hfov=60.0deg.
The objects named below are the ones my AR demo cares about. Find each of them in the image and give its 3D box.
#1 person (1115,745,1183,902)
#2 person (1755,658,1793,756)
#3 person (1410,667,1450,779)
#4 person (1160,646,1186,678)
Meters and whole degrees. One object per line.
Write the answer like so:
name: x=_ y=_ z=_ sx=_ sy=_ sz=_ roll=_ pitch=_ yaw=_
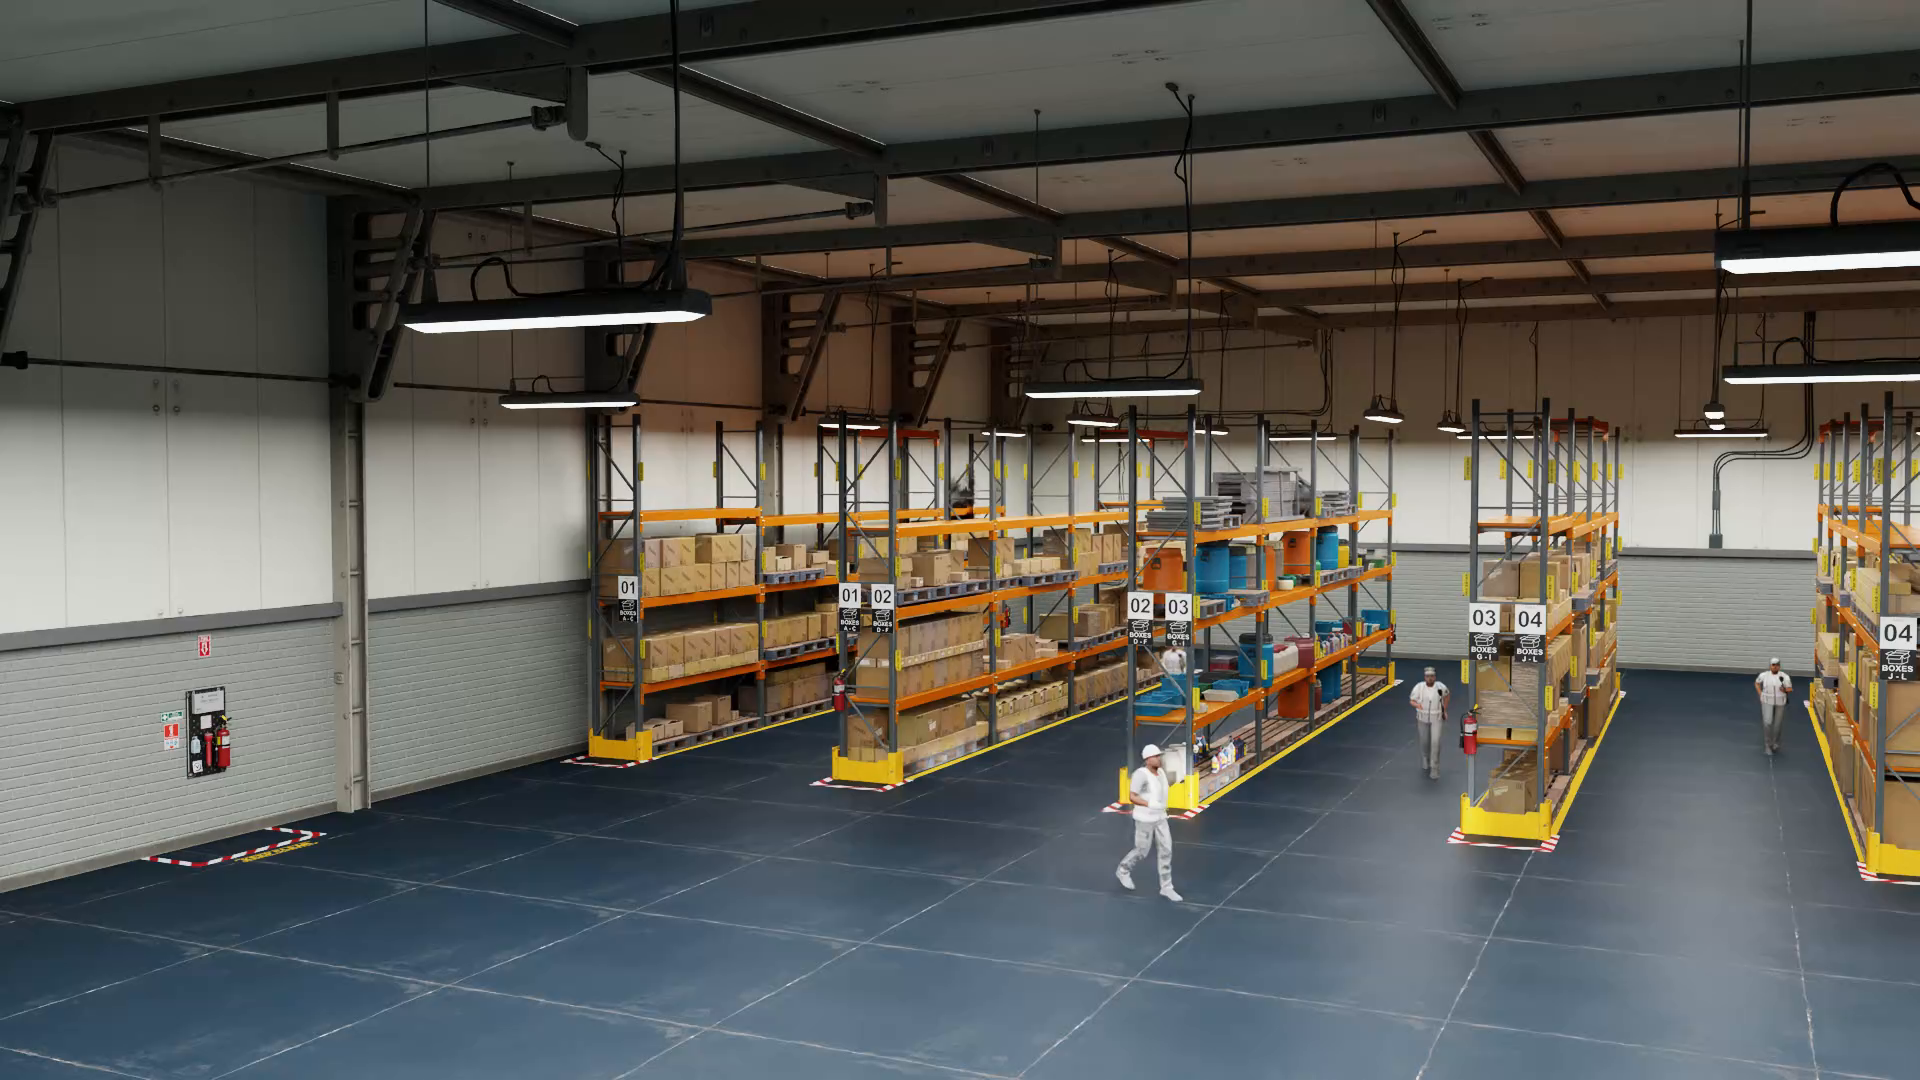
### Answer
person: x=2.214 y=3.297 z=19.549 sx=0.673 sy=1.793 sz=0.922 roll=-2 pitch=3 yaw=-42
person: x=14.457 y=2.954 z=29.528 sx=0.587 sy=1.721 sz=0.717 roll=1 pitch=2 yaw=20
person: x=7.765 y=2.978 z=27.507 sx=0.618 sy=1.786 sz=0.954 roll=1 pitch=3 yaw=21
person: x=4.317 y=2.786 z=33.468 sx=0.596 sy=1.690 sz=0.614 roll=1 pitch=2 yaw=17
